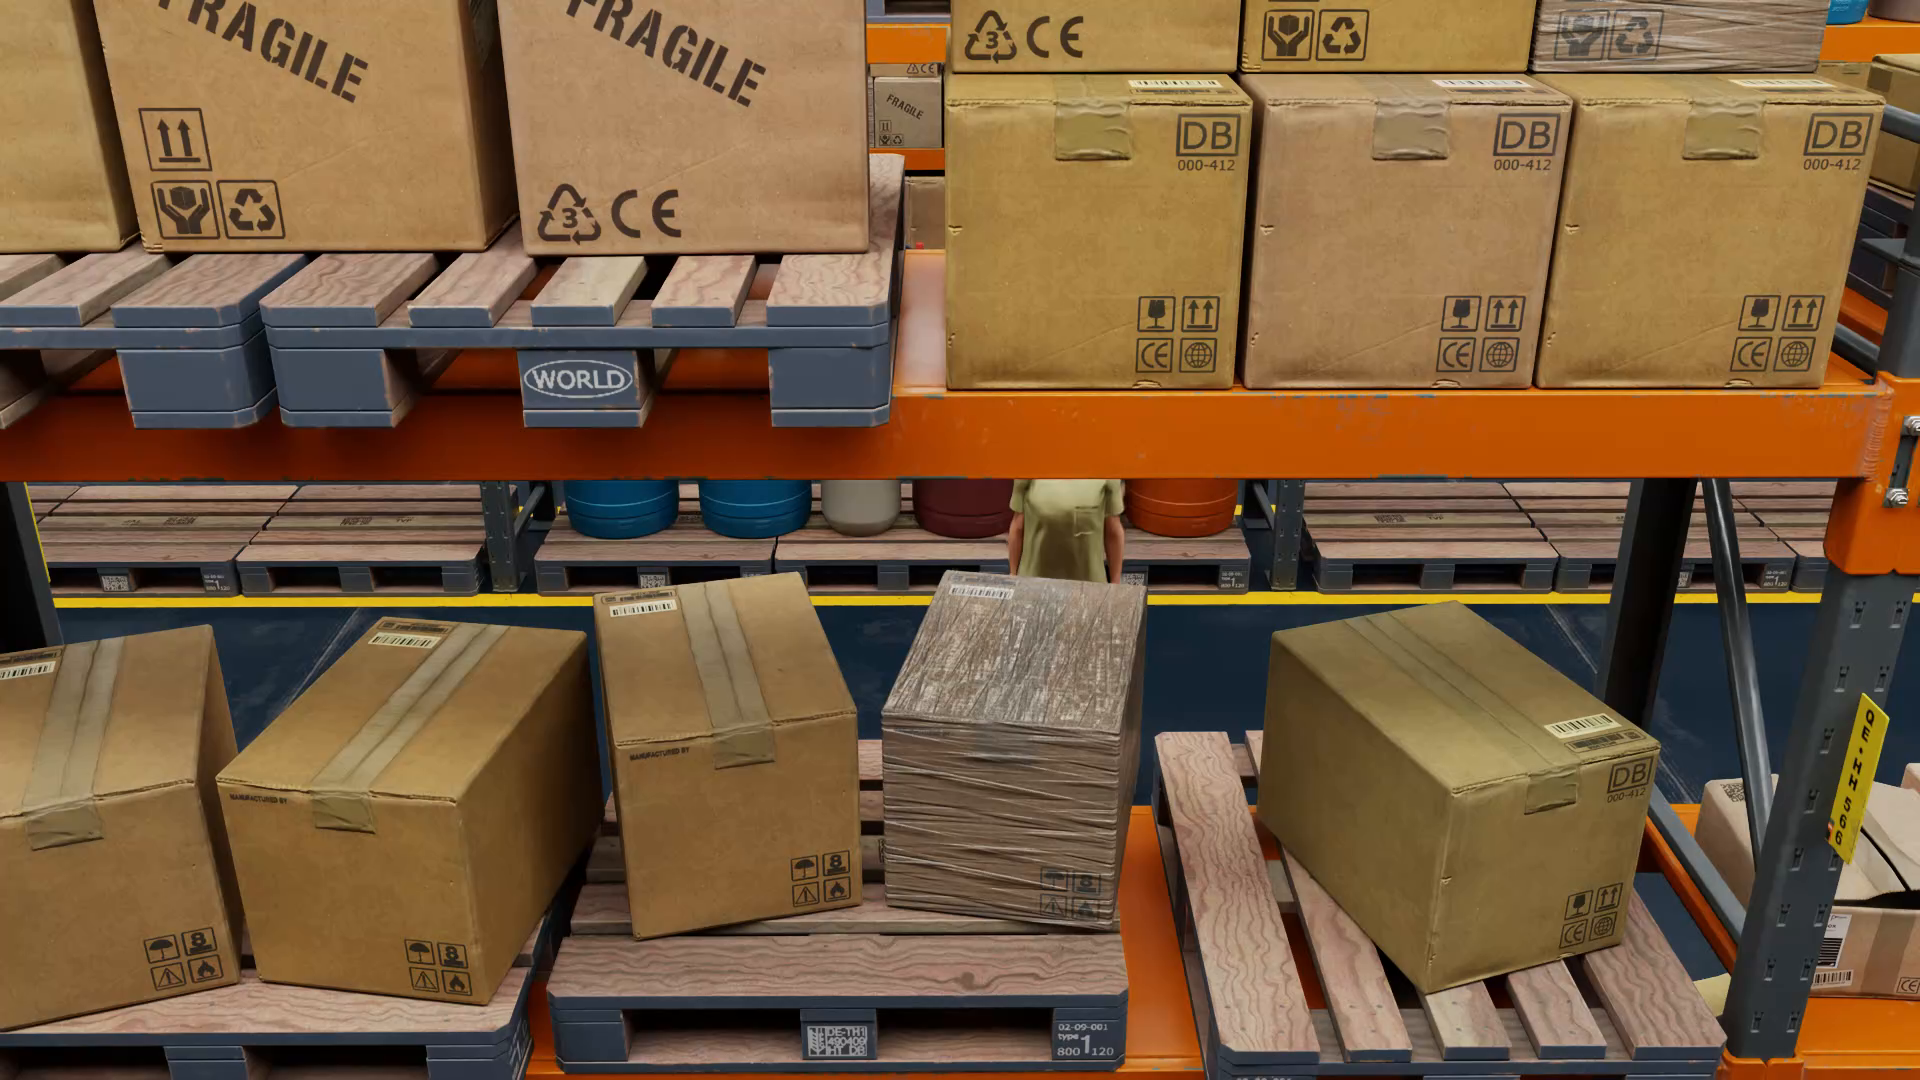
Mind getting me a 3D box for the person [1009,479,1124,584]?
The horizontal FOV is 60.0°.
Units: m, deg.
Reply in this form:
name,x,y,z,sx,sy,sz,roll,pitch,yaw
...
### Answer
name,x,y,z,sx,sy,sz,roll,pitch,yaw
person,0.419,0.217,6.617,0.454,1.691,0.392,0,24,1
